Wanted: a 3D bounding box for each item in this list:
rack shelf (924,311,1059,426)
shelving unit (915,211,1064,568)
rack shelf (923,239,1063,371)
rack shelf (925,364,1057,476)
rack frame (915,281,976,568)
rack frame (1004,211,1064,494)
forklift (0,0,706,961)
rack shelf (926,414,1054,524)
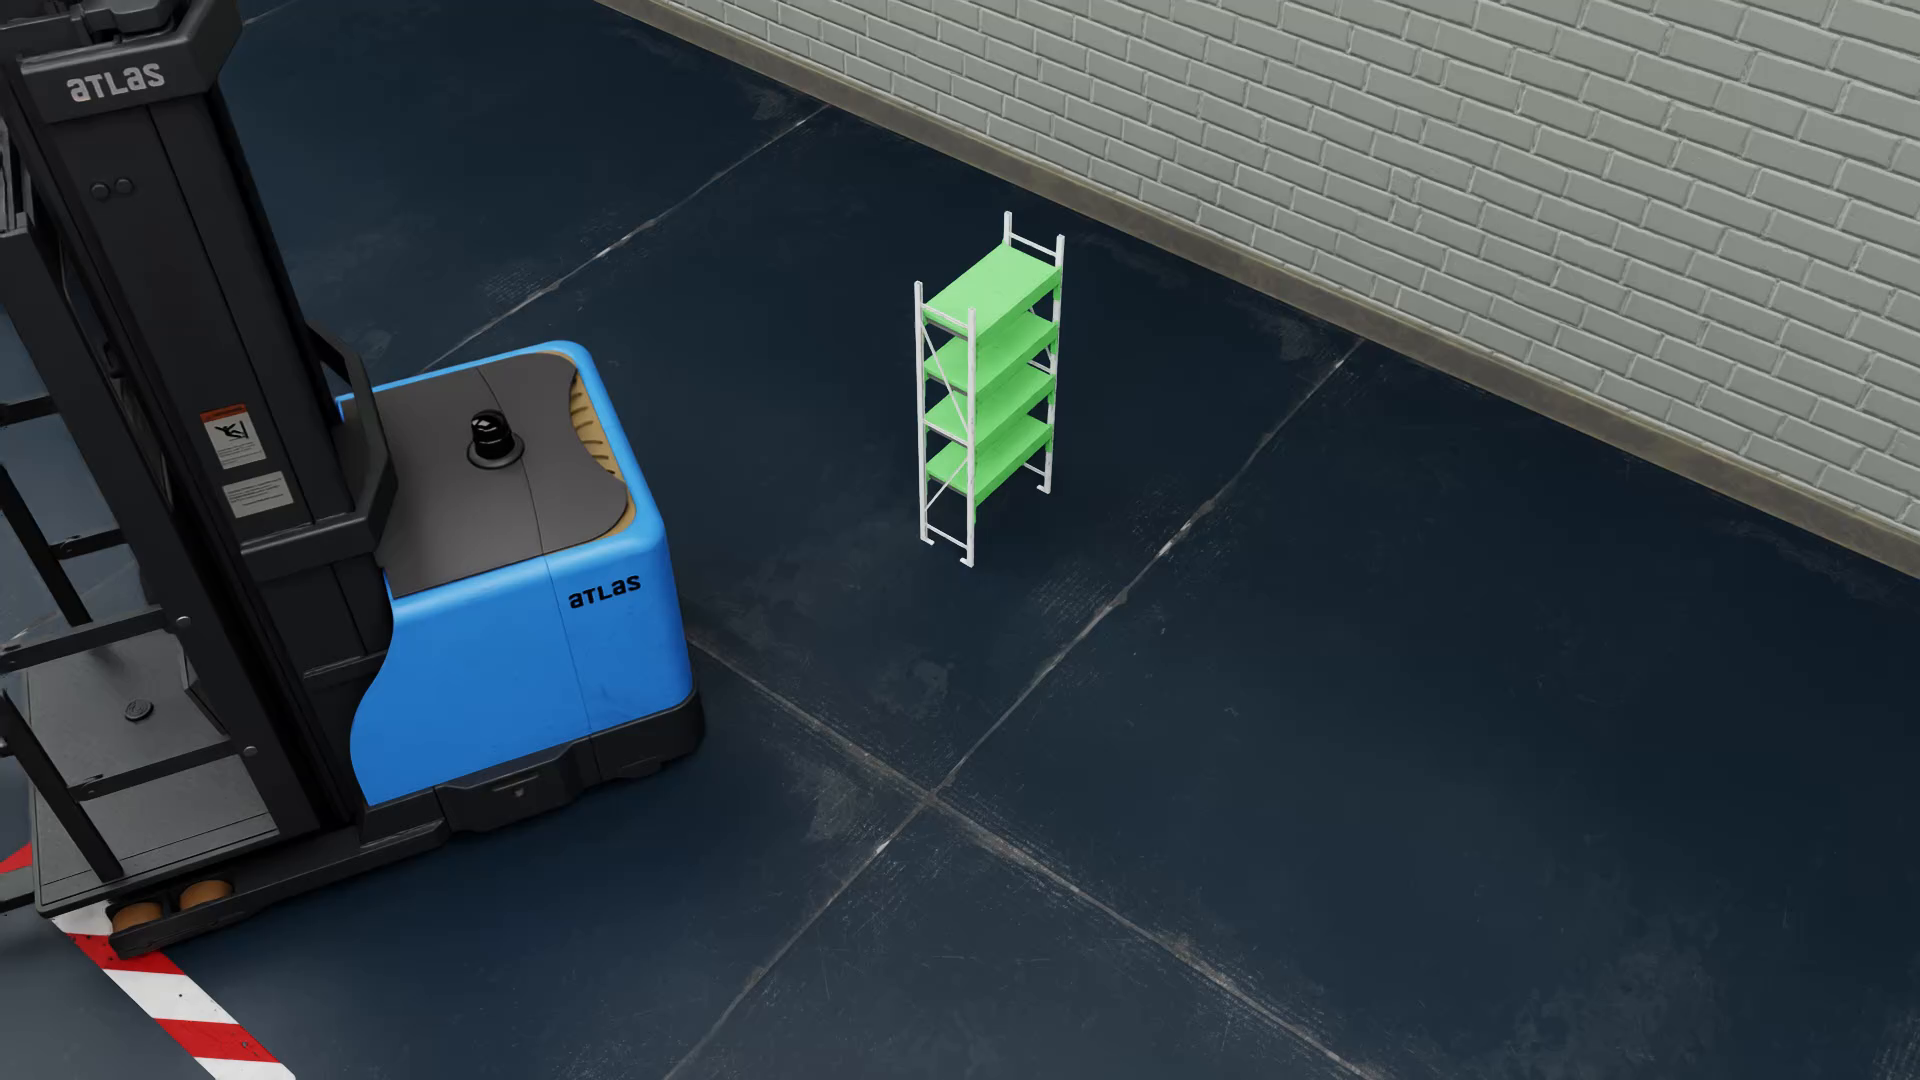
[{"bbox_3d":[0.101,-0.631,5.779,0.258,0.148,0.480,29,53,25],"label":"rack shelf"},{"bbox_3d":[0.101,-0.509,5.907,0.258,1.200,0.503,29,53,25],"label":"shelving unit"},{"bbox_3d":[0.101,-0.797,5.606,0.258,0.148,0.480,29,53,25],"label":"rack shelf"},{"bbox_3d":[0.101,-0.465,5.953,0.258,0.148,0.480,29,53,25],"label":"rack shelf"},{"bbox_3d":[-0.048,-0.370,5.773,0.240,1.200,0.015,29,53,25],"label":"rack frame"},{"bbox_3d":[0.250,-0.649,6.040,0.240,1.200,0.015,29,53,25],"label":"rack frame"},{"bbox_3d":[-2.413,-0.196,4.410,3.031,2.935,1.130,-17,49,-16],"label":"forklift"},{"bbox_3d":[0.101,-0.299,6.126,0.258,0.148,0.480,29,53,25],"label":"rack shelf"}]
